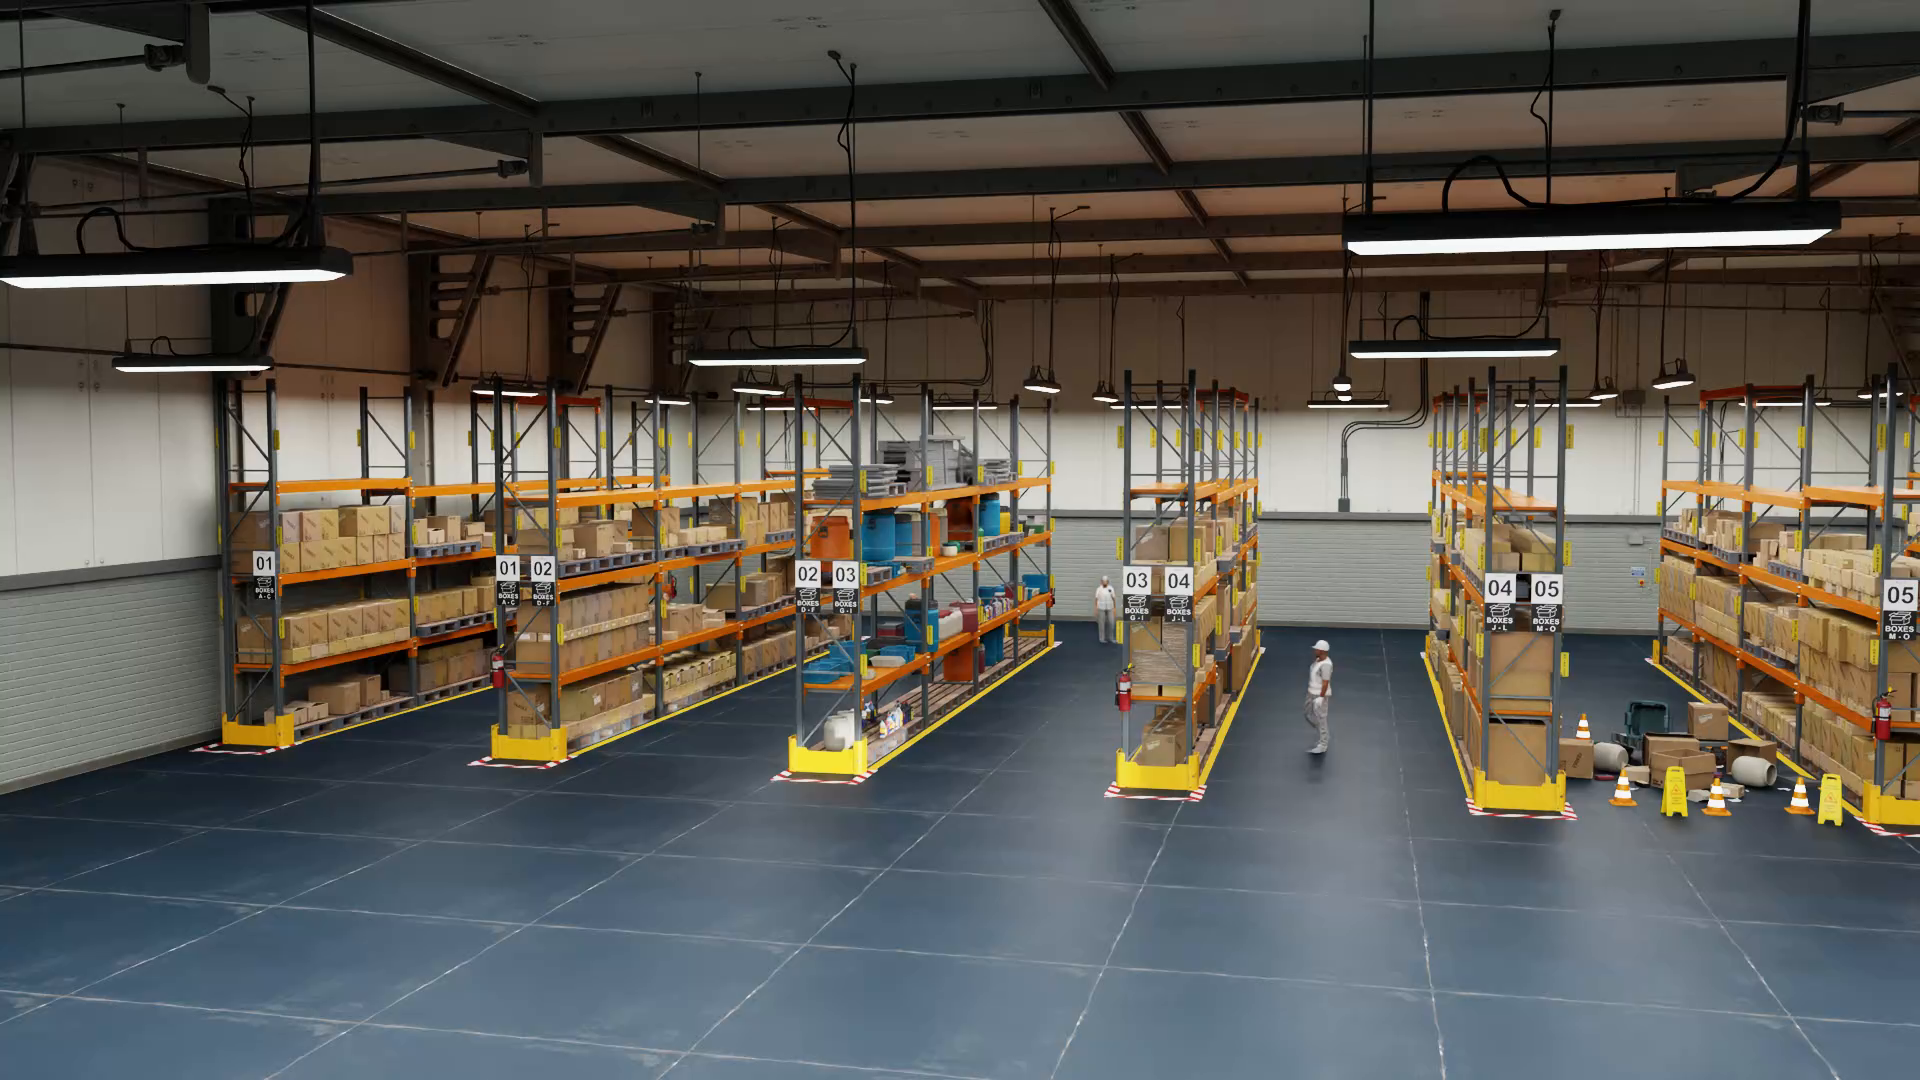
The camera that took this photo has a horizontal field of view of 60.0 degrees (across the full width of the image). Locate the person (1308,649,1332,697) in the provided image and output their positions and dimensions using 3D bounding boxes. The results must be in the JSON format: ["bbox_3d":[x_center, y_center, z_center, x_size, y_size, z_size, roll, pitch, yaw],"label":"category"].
[{"bbox_3d":[5.775,2.183,26.726,0.401,1.000,0.647,-1,3,-10],"label":"person"}]

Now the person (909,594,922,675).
[{"bbox_3d":[-0.952,2.001,35.310,0.407,1.719,0.591,1,3,11],"label":"person"}]

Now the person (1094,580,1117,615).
[{"bbox_3d":[3.577,1.381,41.006,0.569,0.960,0.390,0,3,-5],"label":"person"}]

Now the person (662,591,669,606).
[{"bbox_3d":[-6.517,1.975,36.647,0.607,1.708,0.833,1,4,18],"label":"person"}]
